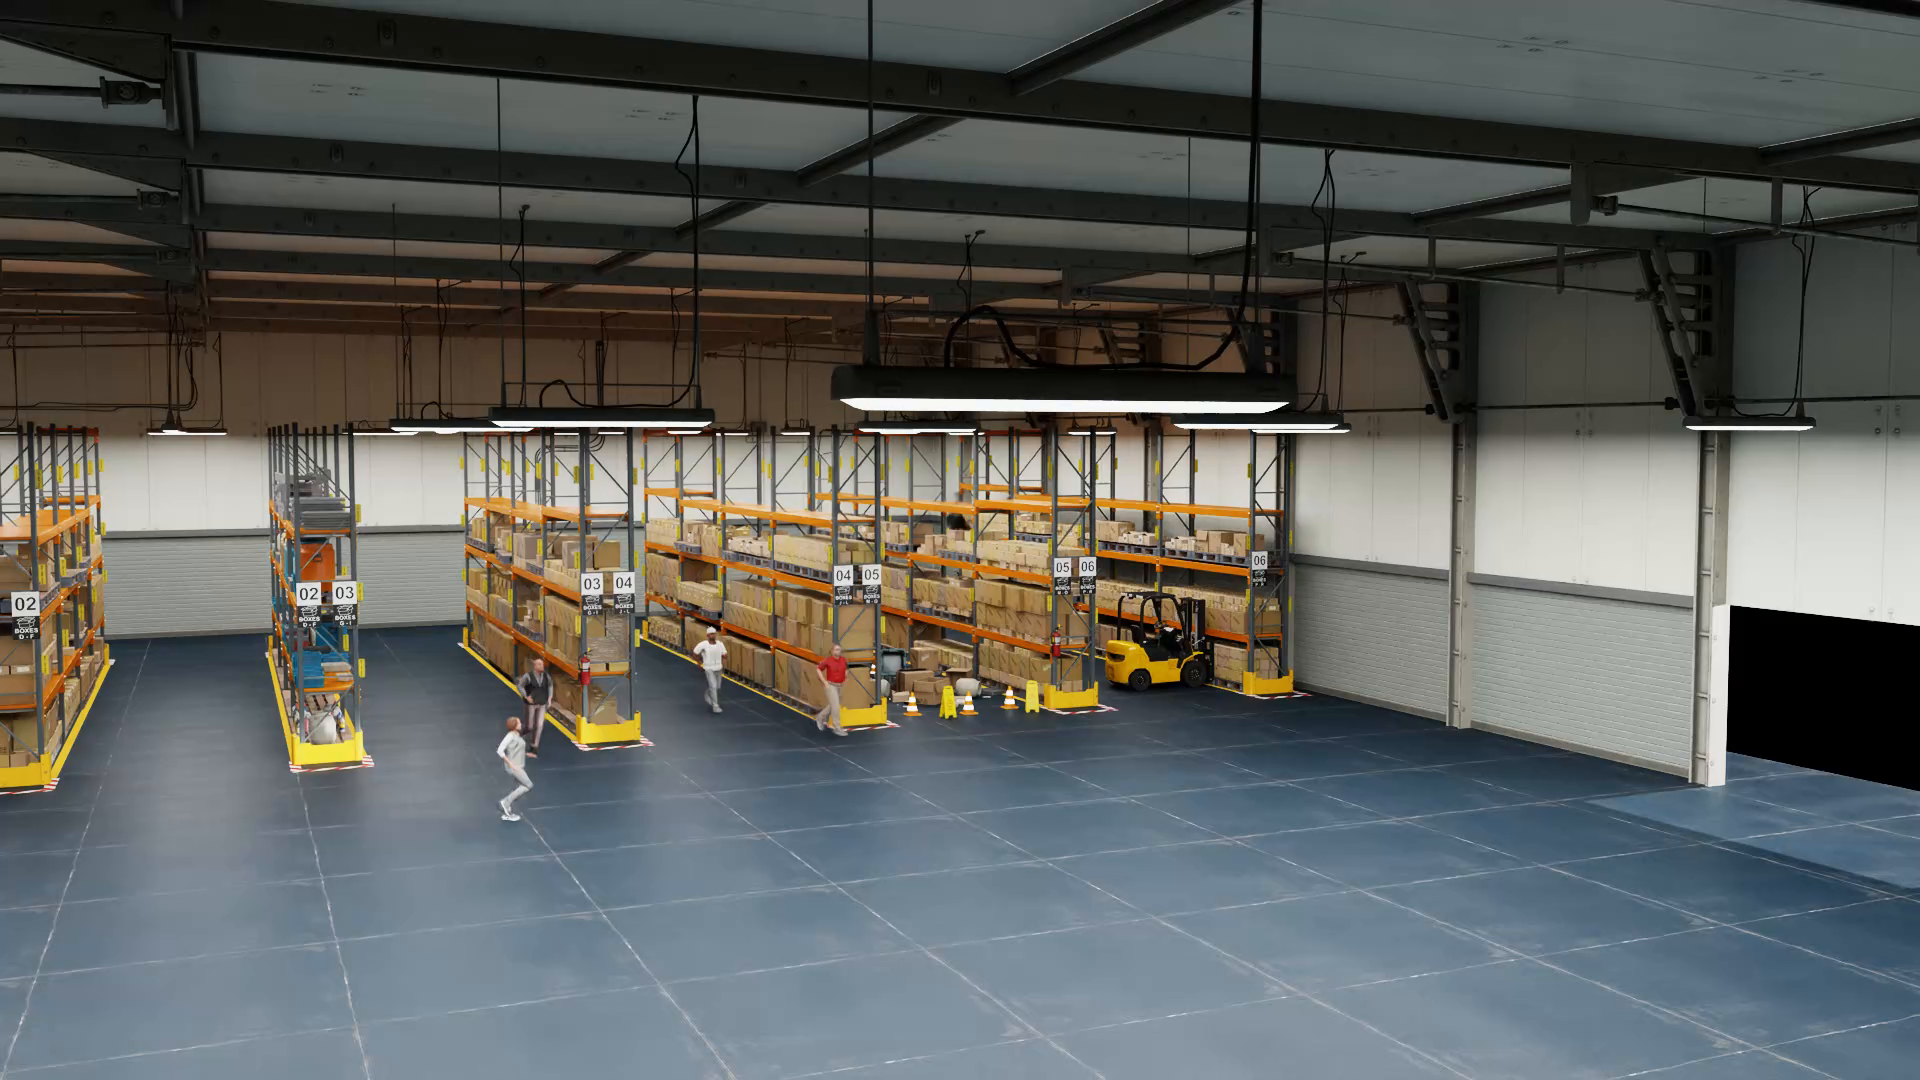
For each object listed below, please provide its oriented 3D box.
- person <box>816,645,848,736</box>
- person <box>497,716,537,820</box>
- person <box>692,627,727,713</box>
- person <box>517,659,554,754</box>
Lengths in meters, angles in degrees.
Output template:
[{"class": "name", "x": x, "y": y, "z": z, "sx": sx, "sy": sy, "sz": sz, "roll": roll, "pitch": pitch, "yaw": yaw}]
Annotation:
[{"class": "person", "x": -2.444, "y": 2.873, "z": 32.175, "sx": 0.926, "sy": 1.720, "sz": 0.654, "roll": 3, "pitch": 4, "yaw": 39}, {"class": "person", "x": -6.612, "y": 3.417, "z": 24.882, "sx": 0.549, "sy": 1.559, "sz": 0.522, "roll": 0, "pitch": 3, "yaw": -5}, {"class": "person", "x": -5.189, "y": 2.706, "z": 34.862, "sx": 0.711, "sy": 1.748, "sz": 0.917, "roll": -3, "pitch": 4, "yaw": -36}, {"class": "person", "x": -7.784, "y": 3.032, "z": 30.548, "sx": 0.701, "sy": 1.699, "sz": 0.727, "roll": -2, "pitch": 4, "yaw": -35}]
